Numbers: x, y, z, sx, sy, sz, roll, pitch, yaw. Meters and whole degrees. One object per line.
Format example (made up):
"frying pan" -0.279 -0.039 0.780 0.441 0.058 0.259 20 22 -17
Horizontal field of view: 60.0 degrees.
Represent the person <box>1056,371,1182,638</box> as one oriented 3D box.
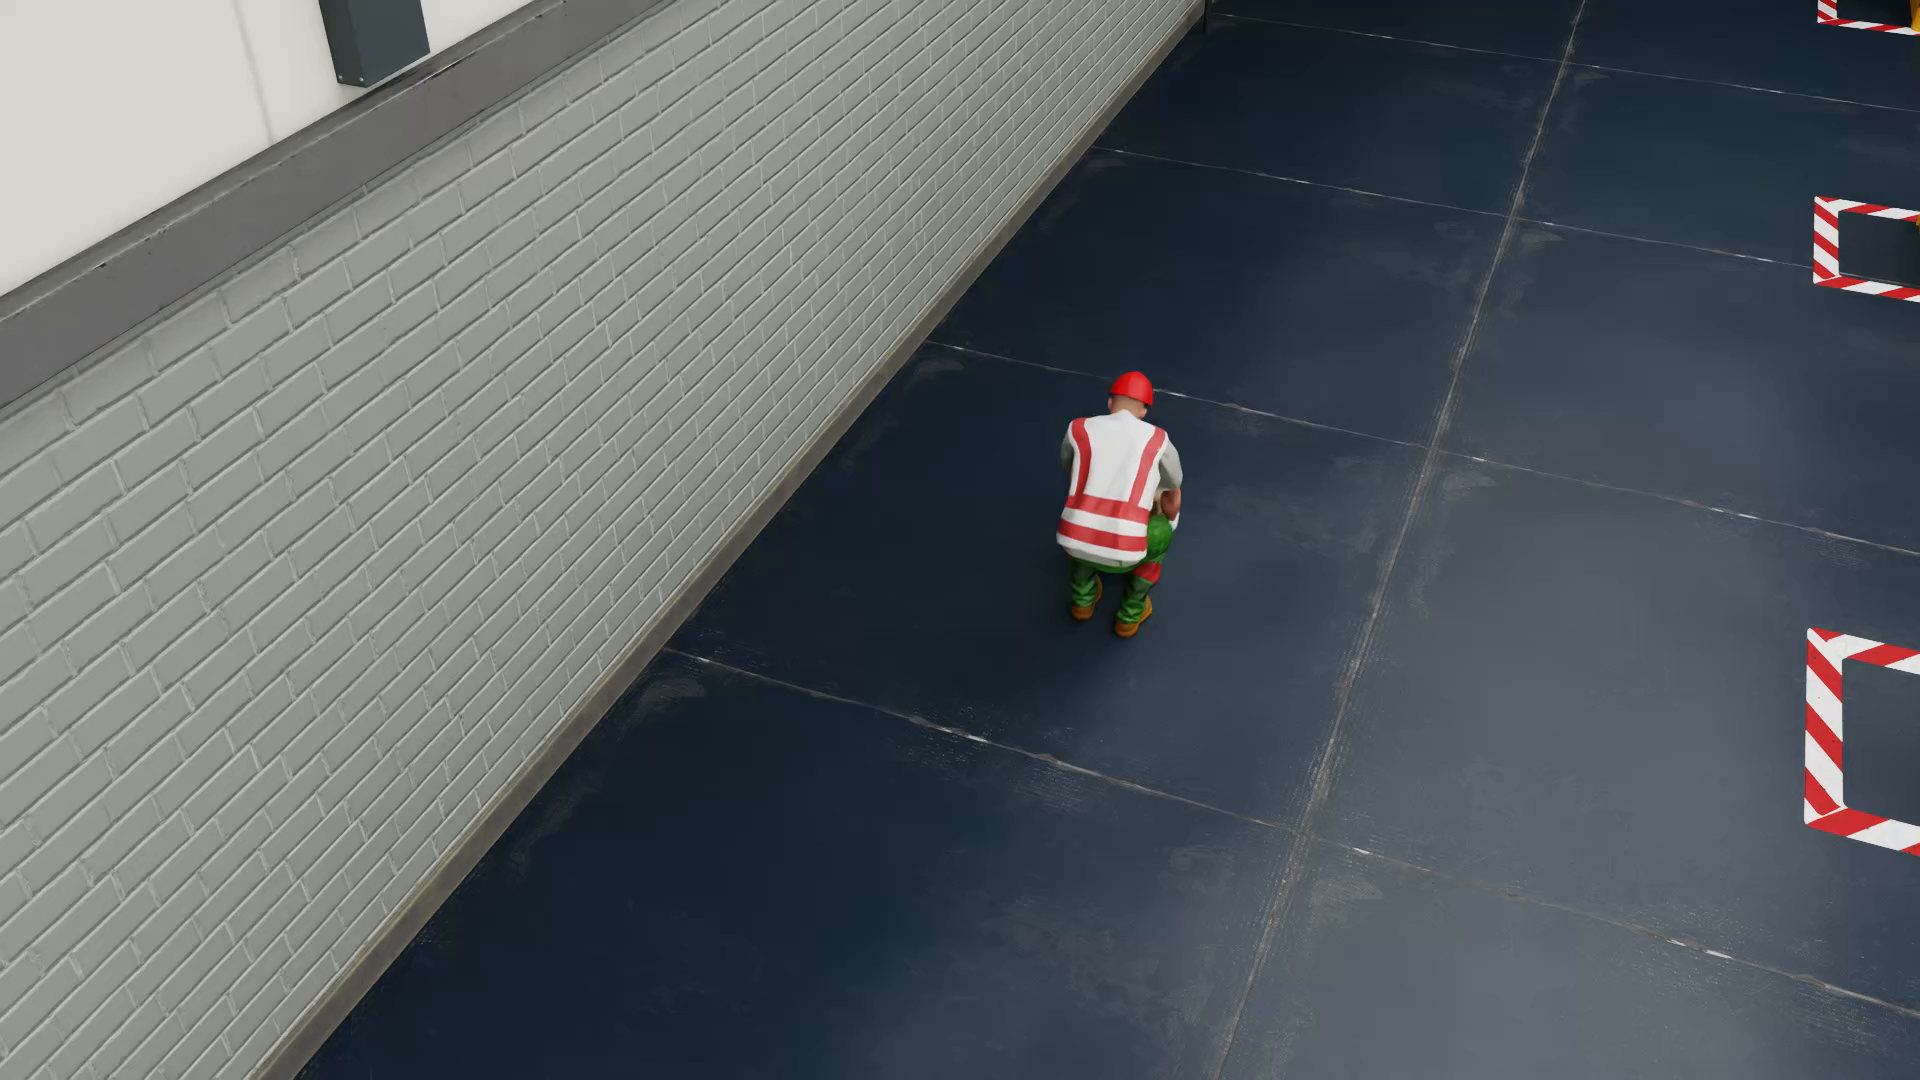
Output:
"person" 0.692 -0.143 7.585 0.579 1.074 0.860 14 39 18
